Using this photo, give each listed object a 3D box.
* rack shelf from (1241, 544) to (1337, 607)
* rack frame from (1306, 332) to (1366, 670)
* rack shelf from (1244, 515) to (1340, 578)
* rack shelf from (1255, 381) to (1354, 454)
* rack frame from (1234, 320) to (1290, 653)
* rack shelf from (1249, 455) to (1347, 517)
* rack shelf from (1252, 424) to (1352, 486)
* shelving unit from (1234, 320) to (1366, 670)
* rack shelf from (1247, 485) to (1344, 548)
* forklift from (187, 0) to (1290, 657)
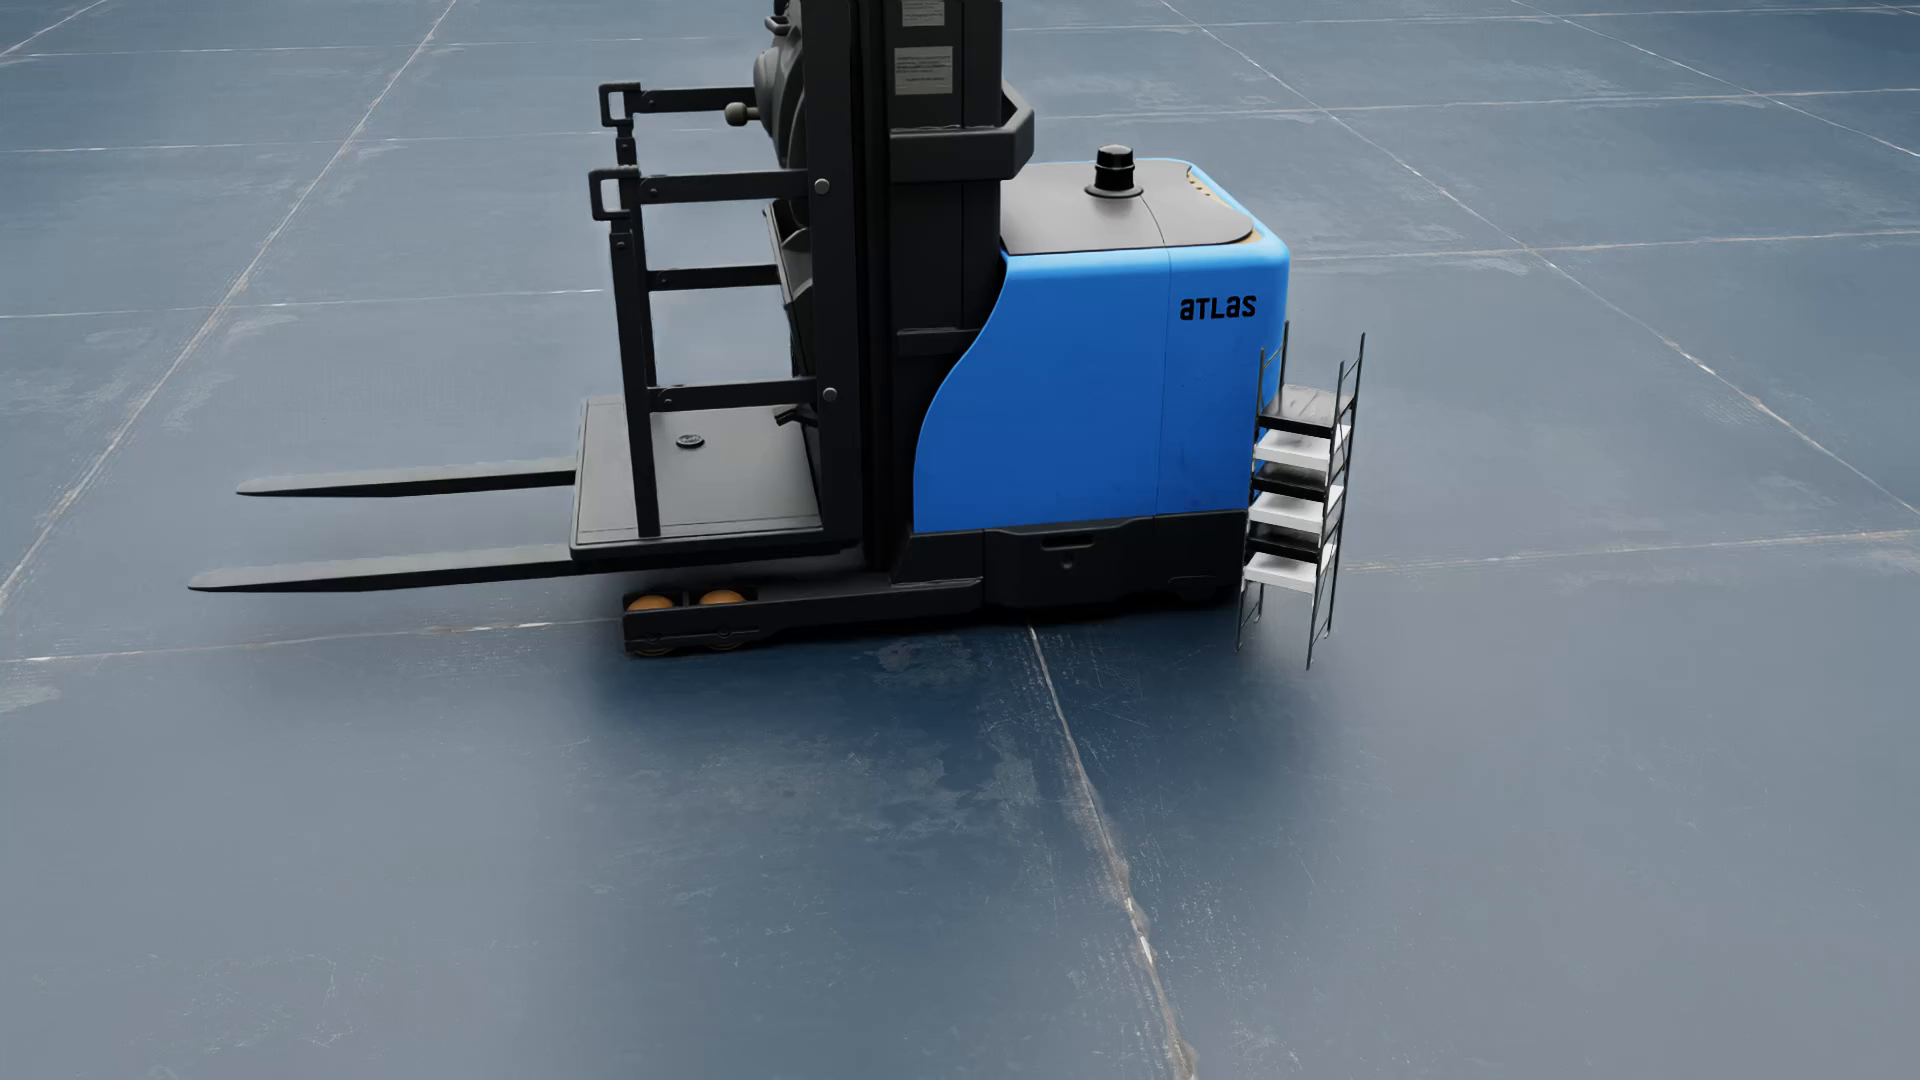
[{"bbox_3d":[0.912,0.076,4.584,0.200,0.077,0.258,12,30,23],"label":"rack shelf"},{"bbox_3d":[1.003,-0.094,4.447,0.006,0.900,0.240,12,30,23],"label":"rack frame"},{"bbox_3d":[0.912,-0.004,4.543,0.200,0.077,0.258,12,30,23],"label":"rack shelf"},{"bbox_3d":[0.912,-0.325,4.378,0.200,0.077,0.258,12,30,23],"label":"rack shelf"},{"bbox_3d":[0.820,-0.134,4.526,0.006,0.900,0.240,12,30,23],"label":"rack frame"},{"bbox_3d":[0.912,-0.164,4.461,0.200,0.077,0.258,12,30,23],"label":"rack shelf"},{"bbox_3d":[0.912,-0.245,4.420,0.200,0.077,0.258,12,30,23],"label":"rack shelf"},{"bbox_3d":[0.912,-0.114,4.486,0.210,0.900,0.258,12,30,23],"label":"shelving unit"},{"bbox_3d":[0.912,-0.084,4.502,0.200,0.077,0.258,12,30,23],"label":"rack shelf"},{"bbox_3d":[-0.659,-1.240,4.457,3.031,2.935,1.130,-4,27,-8],"label":"forklift"}]
